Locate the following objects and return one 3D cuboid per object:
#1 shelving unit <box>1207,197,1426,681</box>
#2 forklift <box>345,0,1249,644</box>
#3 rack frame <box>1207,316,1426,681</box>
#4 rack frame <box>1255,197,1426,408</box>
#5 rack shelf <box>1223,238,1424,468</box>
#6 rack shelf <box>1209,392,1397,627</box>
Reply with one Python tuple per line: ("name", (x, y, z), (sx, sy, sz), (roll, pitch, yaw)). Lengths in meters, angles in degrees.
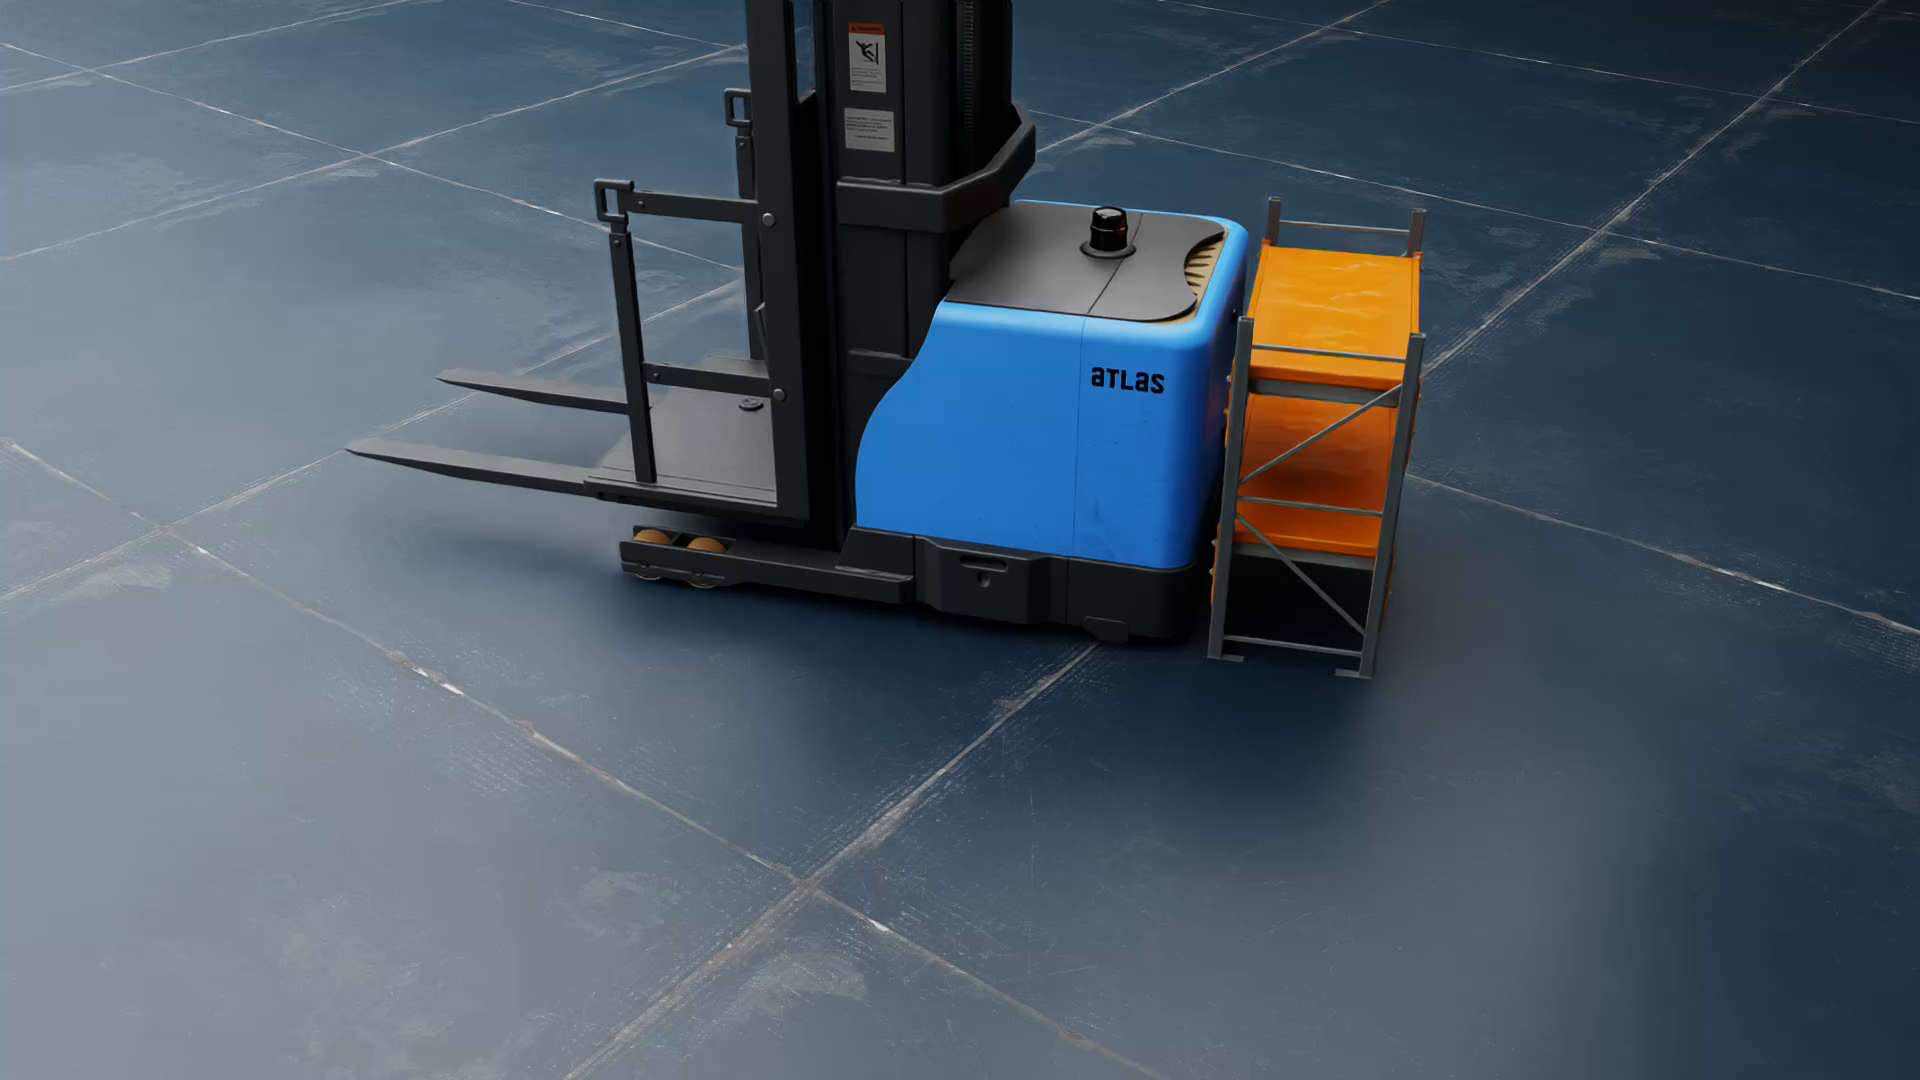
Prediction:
("shelving unit", (1.129, -0.348, 5.233), (0.538, 1.125, 1.048), (7, 31, 12))
("forklift", (-0.623, -1.349, 5.152), (3.031, 2.935, 1.130), (8, 32, 13))
("rack frame", (1.009, -0.096, 4.808), (0.500, 1.125, 0.032), (7, 31, 12))
("rack frame", (1.249, -0.599, 5.658), (0.500, 1.125, 0.032), (7, 31, 12))
("rack shelf", (1.129, -0.599, 5.084), (0.538, 0.278, 1.000), (7, 31, 12))
("rack shelf", (1.129, -0.137, 5.358), (0.538, 0.278, 1.000), (7, 31, 12))
